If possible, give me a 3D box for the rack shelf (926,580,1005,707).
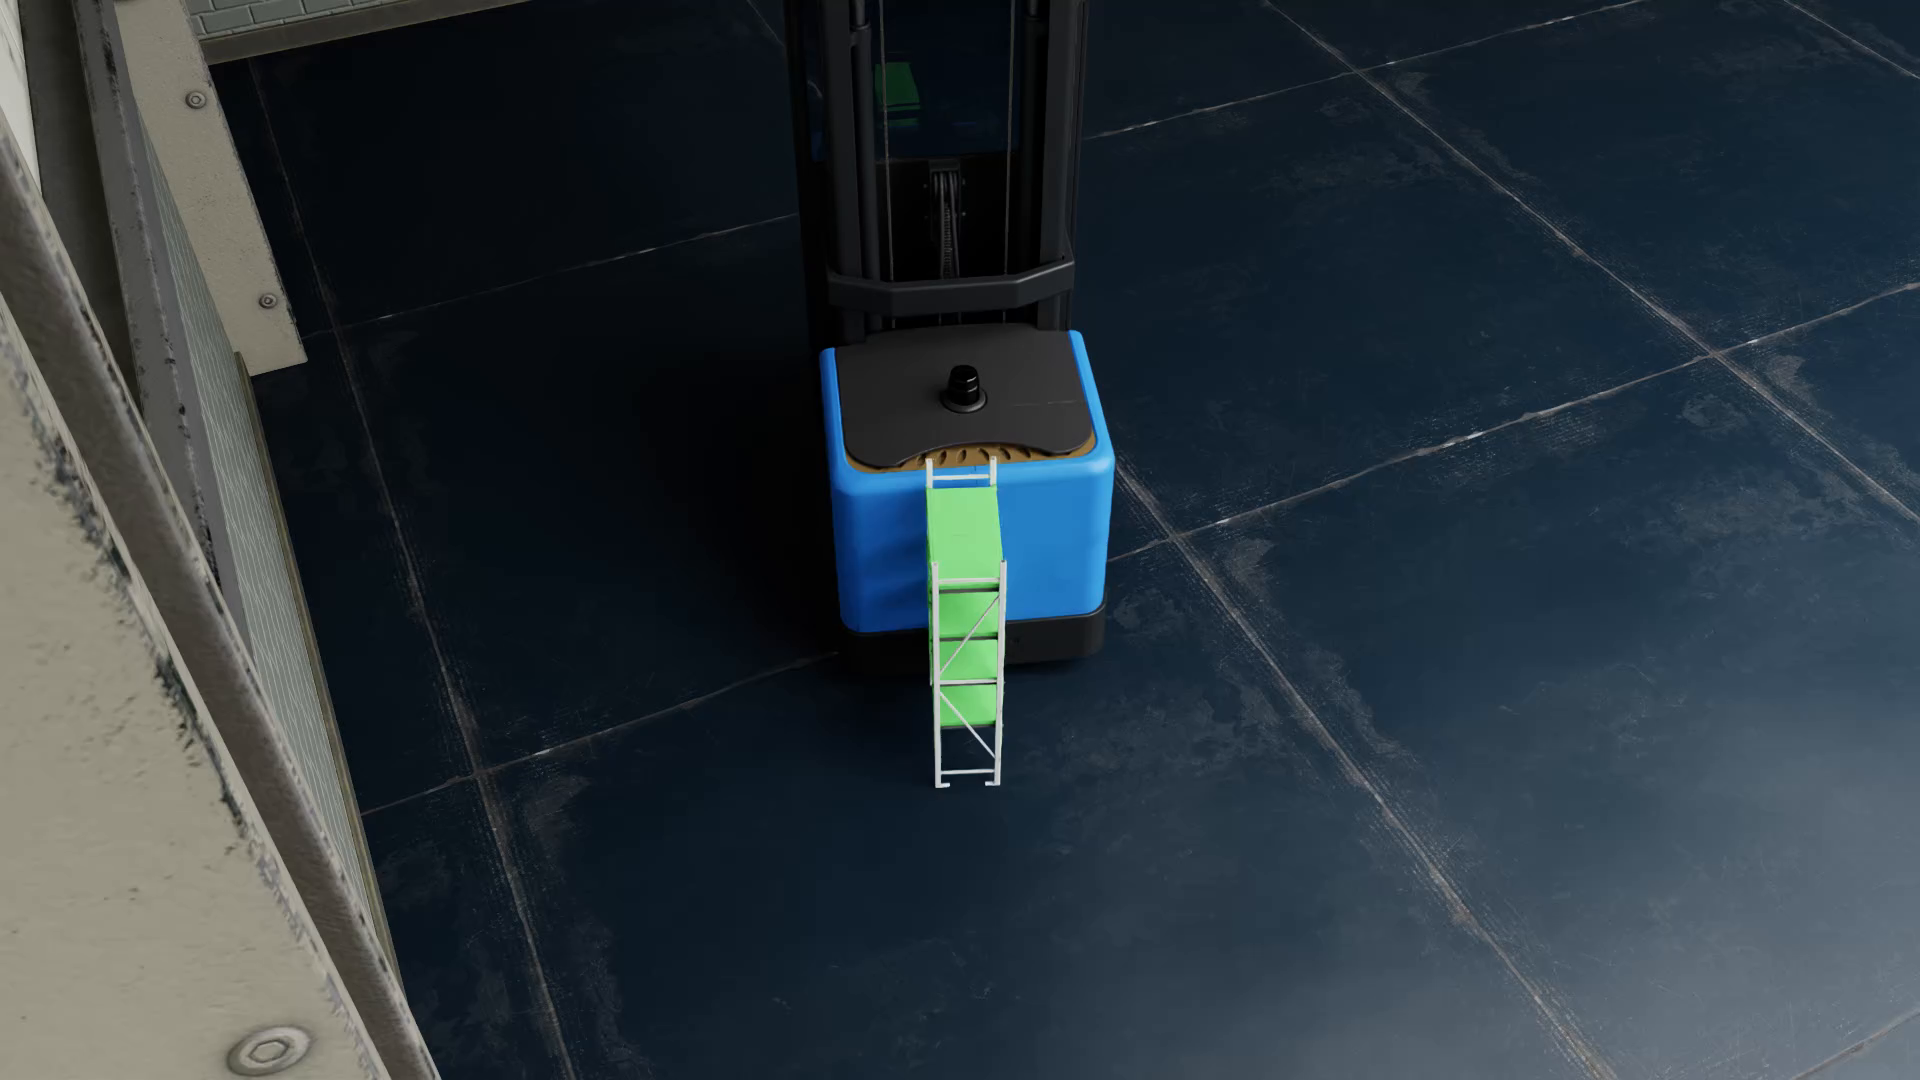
[{"bbox_3d":[0.016,0.364,5.981,0.258,0.148,0.480,-2,46,-2],"label":"rack shelf"}]

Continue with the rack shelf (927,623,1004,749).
[{"bbox_3d":[0.016,0.532,6.152,0.258,0.148,0.480,-2,46,-2],"label":"rack shelf"}]

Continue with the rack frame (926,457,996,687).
[{"bbox_3d":[0.003,0.145,6.106,0.240,1.200,0.015,-2,46,-2],"label":"rack frame"}]

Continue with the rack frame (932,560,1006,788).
[{"bbox_3d":[0.029,0.493,5.765,0.240,1.200,0.015,-2,46,-2],"label":"rack frame"}]

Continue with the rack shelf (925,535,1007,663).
[{"bbox_3d":[0.016,0.196,5.810,0.258,0.148,0.480,-2,46,-2],"label":"rack shelf"}]

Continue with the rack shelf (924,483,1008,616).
[{"bbox_3d":[0.016,0.027,5.639,0.258,0.148,0.480,-2,46,-2],"label":"rack shelf"}]

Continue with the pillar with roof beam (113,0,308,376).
[{"bbox_3d":[0.550,-5.414,6.199,9.100,9.000,0.400,-18,47,-17],"label":"pillar with roof beam"}]

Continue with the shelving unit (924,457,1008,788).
[{"bbox_3d":[0.016,0.319,5.935,0.258,1.200,0.503,-2,46,-2],"label":"shelving unit"}]

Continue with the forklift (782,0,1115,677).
[{"bbox_3d":[-0.114,-1.550,6.603,1.130,2.935,3.031,-5,45,-5],"label":"forklift"}]
